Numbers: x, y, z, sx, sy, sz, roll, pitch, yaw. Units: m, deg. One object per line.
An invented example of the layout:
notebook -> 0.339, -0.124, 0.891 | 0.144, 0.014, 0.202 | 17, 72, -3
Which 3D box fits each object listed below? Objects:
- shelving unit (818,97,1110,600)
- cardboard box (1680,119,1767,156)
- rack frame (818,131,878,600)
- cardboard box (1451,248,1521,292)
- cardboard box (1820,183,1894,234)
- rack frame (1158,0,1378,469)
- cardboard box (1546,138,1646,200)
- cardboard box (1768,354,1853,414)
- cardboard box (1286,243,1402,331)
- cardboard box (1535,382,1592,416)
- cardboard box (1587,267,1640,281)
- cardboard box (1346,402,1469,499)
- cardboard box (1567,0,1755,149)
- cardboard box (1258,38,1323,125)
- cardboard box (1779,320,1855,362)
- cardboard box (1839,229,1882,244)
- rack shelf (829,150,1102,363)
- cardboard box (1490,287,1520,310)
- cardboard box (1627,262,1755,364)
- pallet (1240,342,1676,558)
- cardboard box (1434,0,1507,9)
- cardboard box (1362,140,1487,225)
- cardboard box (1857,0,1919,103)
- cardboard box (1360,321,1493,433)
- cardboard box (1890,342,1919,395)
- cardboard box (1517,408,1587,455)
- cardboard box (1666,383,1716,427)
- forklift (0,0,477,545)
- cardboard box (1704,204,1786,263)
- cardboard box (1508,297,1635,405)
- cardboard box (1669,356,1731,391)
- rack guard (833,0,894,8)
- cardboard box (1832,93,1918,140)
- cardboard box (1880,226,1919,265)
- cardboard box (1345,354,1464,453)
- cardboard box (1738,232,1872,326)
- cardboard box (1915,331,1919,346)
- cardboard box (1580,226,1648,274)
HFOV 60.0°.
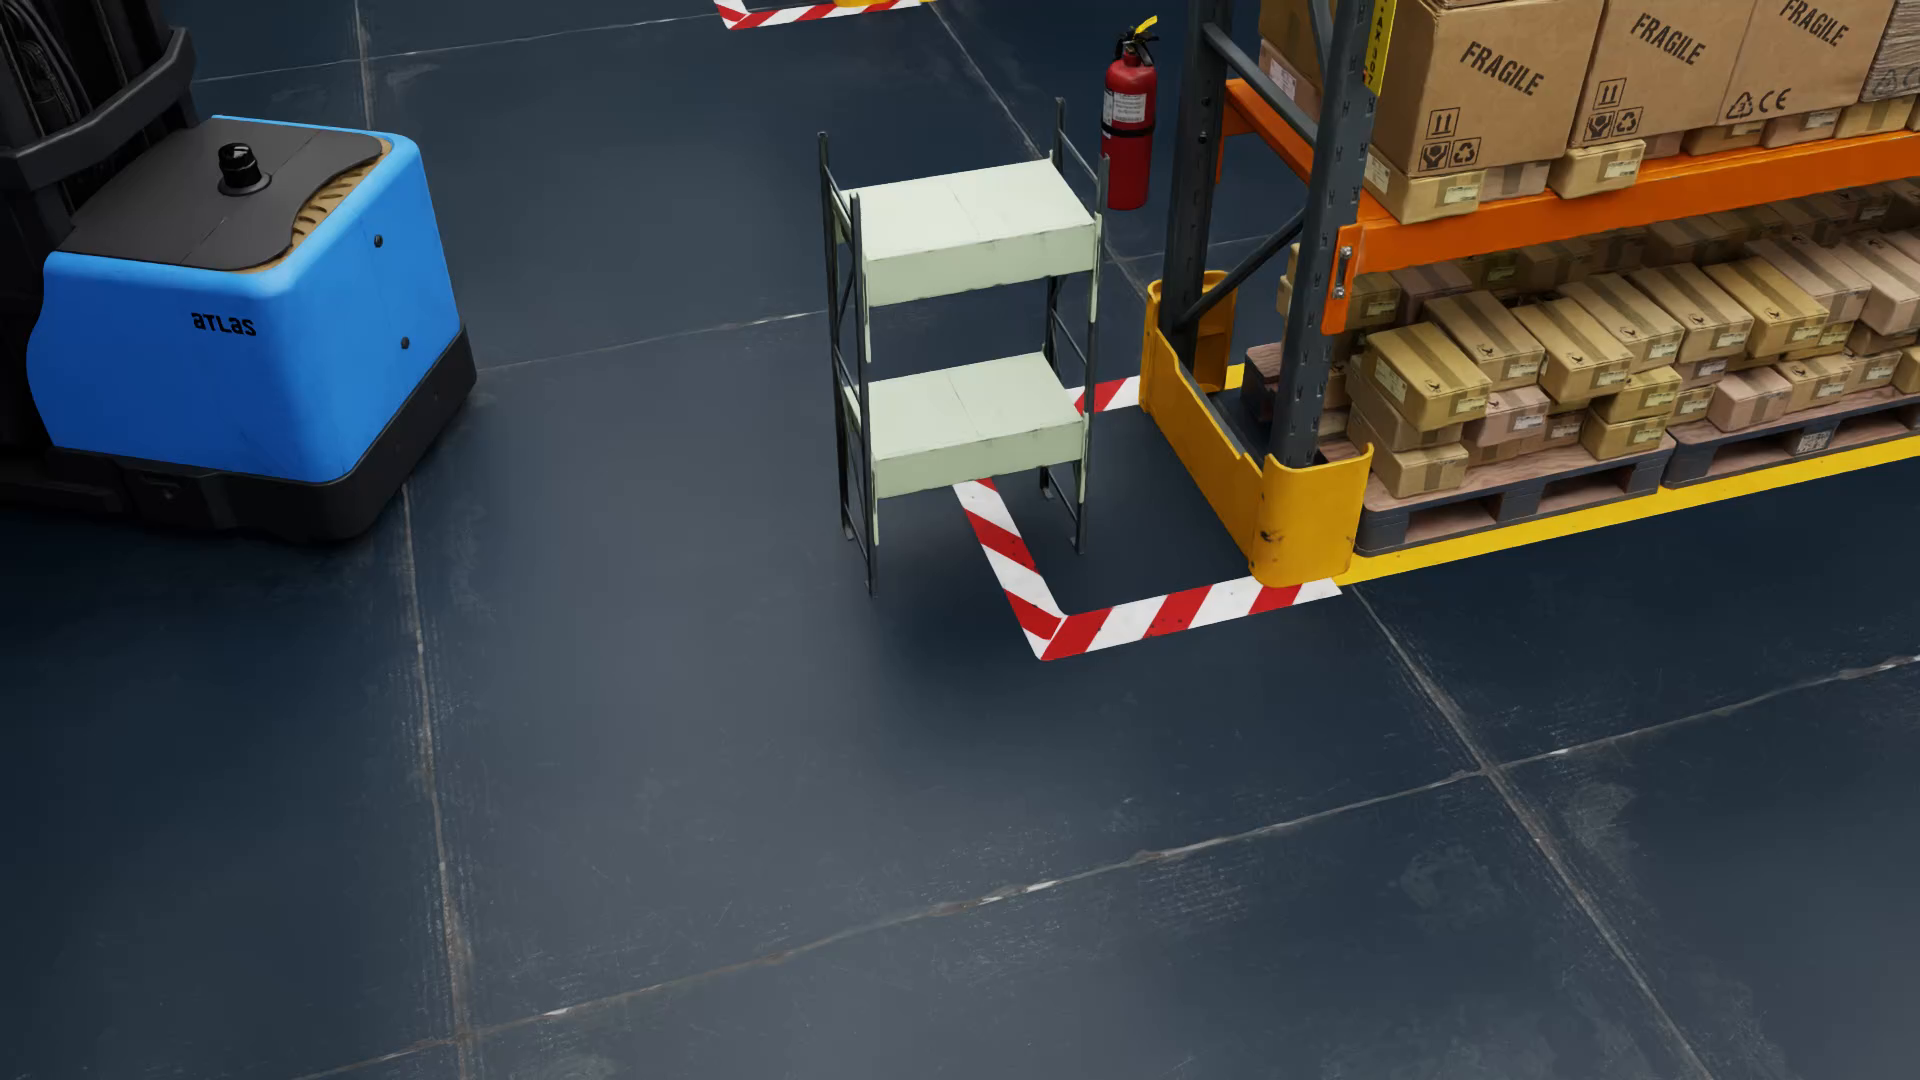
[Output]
shelving unit -> 0.006, -0.566, 5.258 | 0.755, 1.500, 0.431 | -12, 42, -13
cardboard box -> 2.314, -1.378, 5.238 | 0.250, 0.149, 0.380 | -12, 43, -13
rack frame -> -0.343, -0.494, 5.175 | 0.023, 1.500, 0.400 | -12, 42, -13
cardboard box -> 1.826, -1.059, 6.078 | 0.250, 0.149, 0.380 | -13, 43, -14
cardboard box -> 3.340, -1.341, 6.400 | 0.250, 0.149, 0.380 | -11, 42, -12
rack frame -> 0.931, -1.343, 5.007 | 0.127, 3.000, 1.000 | -12, 42, -13
cardboard box -> 1.842, -1.202, 5.037 | 0.250, 0.149, 0.380 | -13, 43, -14
cardboard box -> 2.999, -0.644, 6.055 | 0.250, 0.149, 0.380 | -12, 42, -13
cardboard box -> 1.360, -0.915, 5.913 | 0.250, 0.149, 0.380 | -11, 42, -13
cardboard box -> 1.993, -0.604, 5.783 | 0.250, 0.149, 0.380 | -11, 42, -13
cardboard box -> 2.334, -1.037, 6.278 | 0.250, 0.149, 0.380 | -11, 42, -12
cardboard box -> 1.527, -0.330, 5.695 | 0.250, 0.149, 0.380 | -11, 42, -12
cardboard box -> 1.945, -1.529, 4.919 | 0.500, 0.500, 0.500 | -12, 42, -13
cardboard box -> 1.158, -1.490, 5.366 | 0.250, 0.149, 0.380 | -12, 42, -13
cardboard box -> 3.002, -0.826, 6.037 | 0.250, 0.149, 0.380 | -10, 42, -11
cardboard box -> 3.341, -1.191, 6.455 | 0.250, 0.149, 0.380 | -10, 42, -11
rack shelf -> 0.006, -0.860, 5.001 | 0.720, 0.370, 0.431 | -12, 42, -13
cardboard box -> 1.844, -0.926, 6.152 | 0.250, 0.149, 0.380 | -13, 43, -15
cardboard box -> 2.518, -0.791, 5.771 | 0.250, 0.149, 0.380 | -10, 42, -11
pallet -> 1.789, -0.446, 6.100 | 1.213, 0.211, 1.003 | -12, 42, -13
cardboard box -> 1.439, -1.791, 4.458 | 0.500, 0.500, 0.500 | -12, 43, -13
cardboard box -> 1.339, -1.106, 4.927 | 0.250, 0.149, 0.380 | -12, 43, -13
cardboard box -> 2.901, -1.723, 5.140 | 0.500, 0.500, 0.500 | -13, 43, -14
cardboard box -> 1.533, -0.542, 5.485 | 0.250, 0.149, 0.380 | -14, 43, -15
cardboard box -> 3.488, -0.722, 6.144 | 0.250, 0.149, 0.380 | -12, 43, -13
cardboard box -> 1.987, -0.486, 5.874 | 0.250, 0.149, 0.380 | -11, 42, -13
cardboard box -> 2.479, -0.578, 5.980 | 0.250, 0.149, 0.380 | -12, 42, -13
forklift -> -3.412, -1.555, 5.351 | 3.031, 2.867, 1.129 | 8, 42, 9
cardboard box -> 2.858, -1.211, 6.252 | 0.250, 0.149, 0.380 | -11, 42, -13
cardboard box -> 2.039, -0.641, 5.599 | 0.250, 0.149, 0.380 | -12, 43, -13
cardboard box -> 2.495, -0.699, 5.892 | 0.250, 0.149, 0.380 | -14, 43, -15
rack guard -> -0.675, -3.483, 9.357 | 0.348, 0.500, 1.175 | -12, 42, -13
cardboard box -> 2.811, -1.447, 5.317 | 0.250, 0.149, 0.380 | -10, 42, -12
cardboard box -> 3.517, -0.965, 5.970 | 0.250, 0.149, 0.380 | -14, 43, -15
cardboard box -> 1.508, -0.482, 5.643 | 0.250, 0.149, 0.380 | -10, 42, -11
cardboard box -> 2.994, -0.924, 5.923 | 0.250, 0.149, 0.380 | -12, 42, -13
cardboard box -> 3.531, -0.892, 6.113 | 0.250, 0.149, 0.380 | -11, 42, -12
cardboard box -> 2.332, -1.159, 6.192 | 0.250, 0.149, 0.380 | -10, 42, -11
